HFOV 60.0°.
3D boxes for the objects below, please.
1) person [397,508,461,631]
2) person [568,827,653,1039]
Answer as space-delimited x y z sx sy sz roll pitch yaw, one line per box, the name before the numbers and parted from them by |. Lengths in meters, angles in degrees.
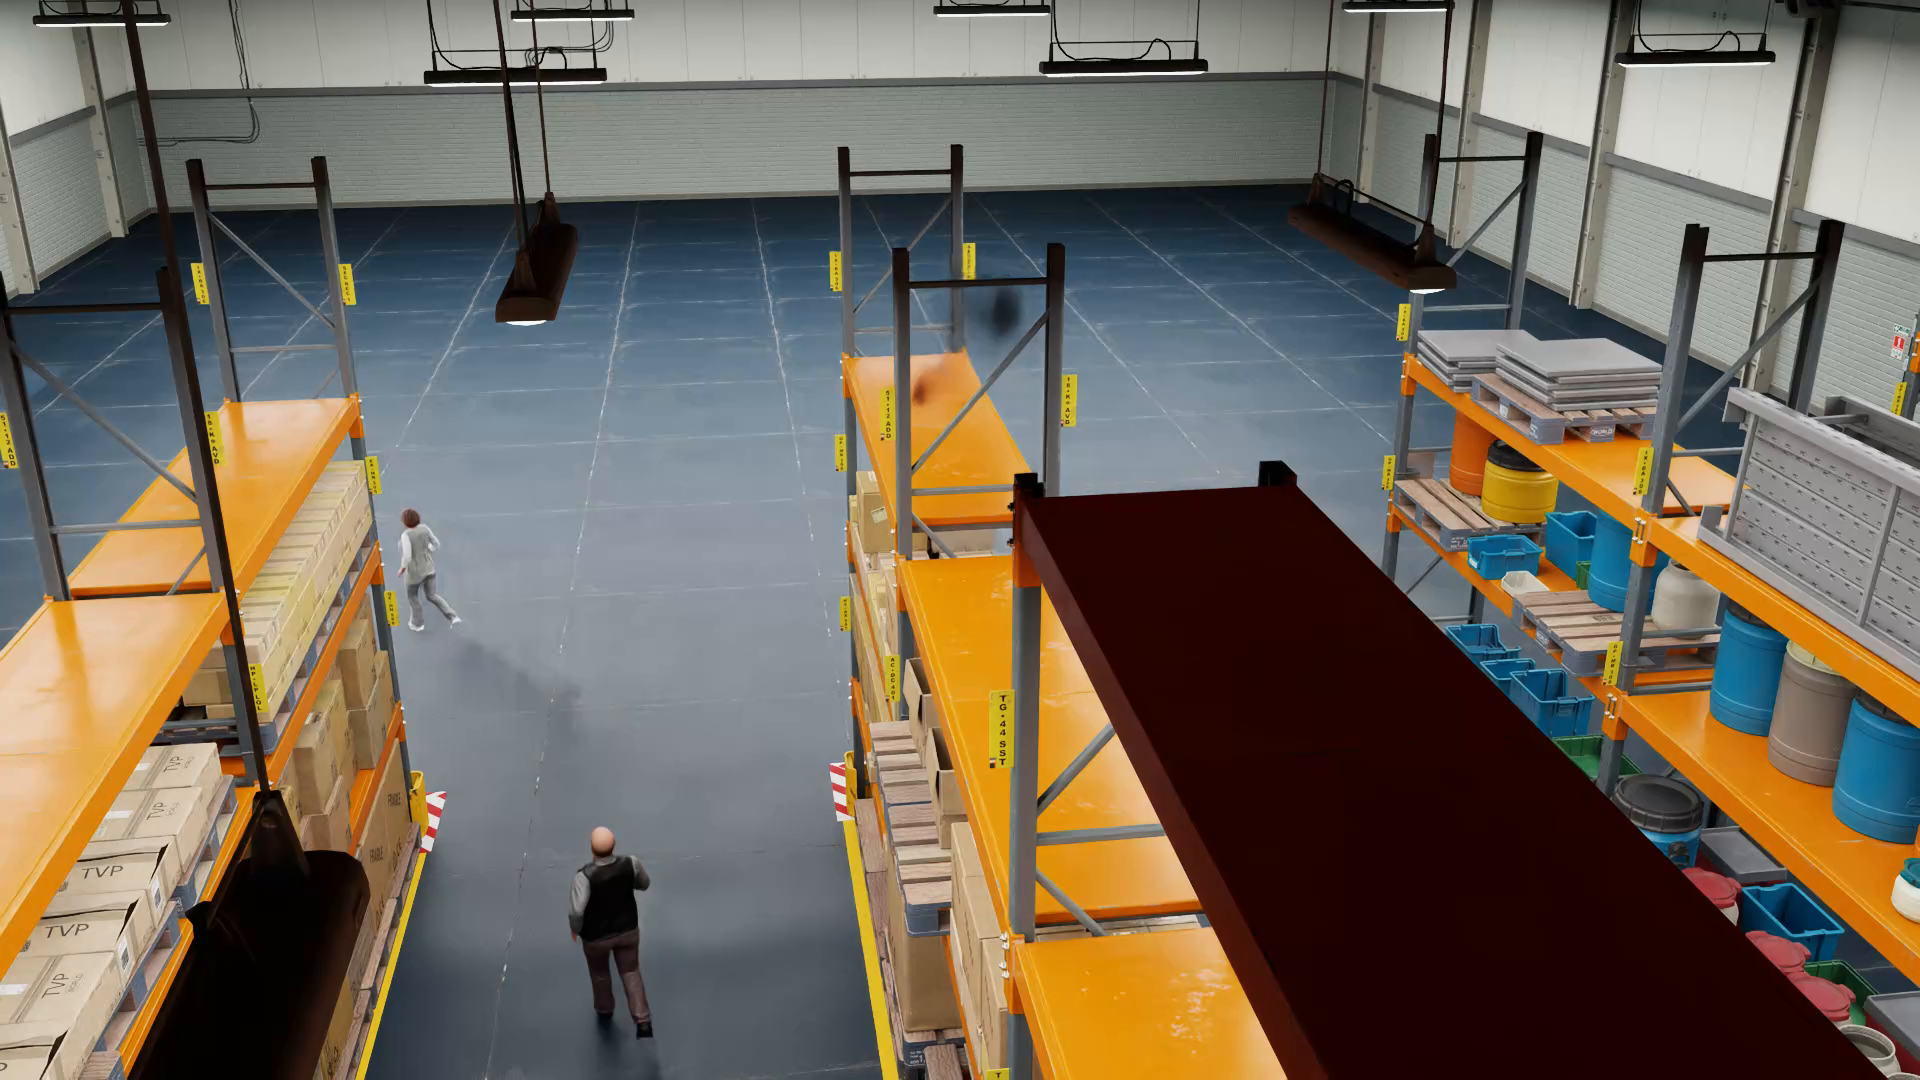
person | -6.026 0.377 18.541 0.883 1.576 0.575 14 26 31
person | -2.527 2.853 12.065 0.674 1.706 0.907 -12 24 -27
